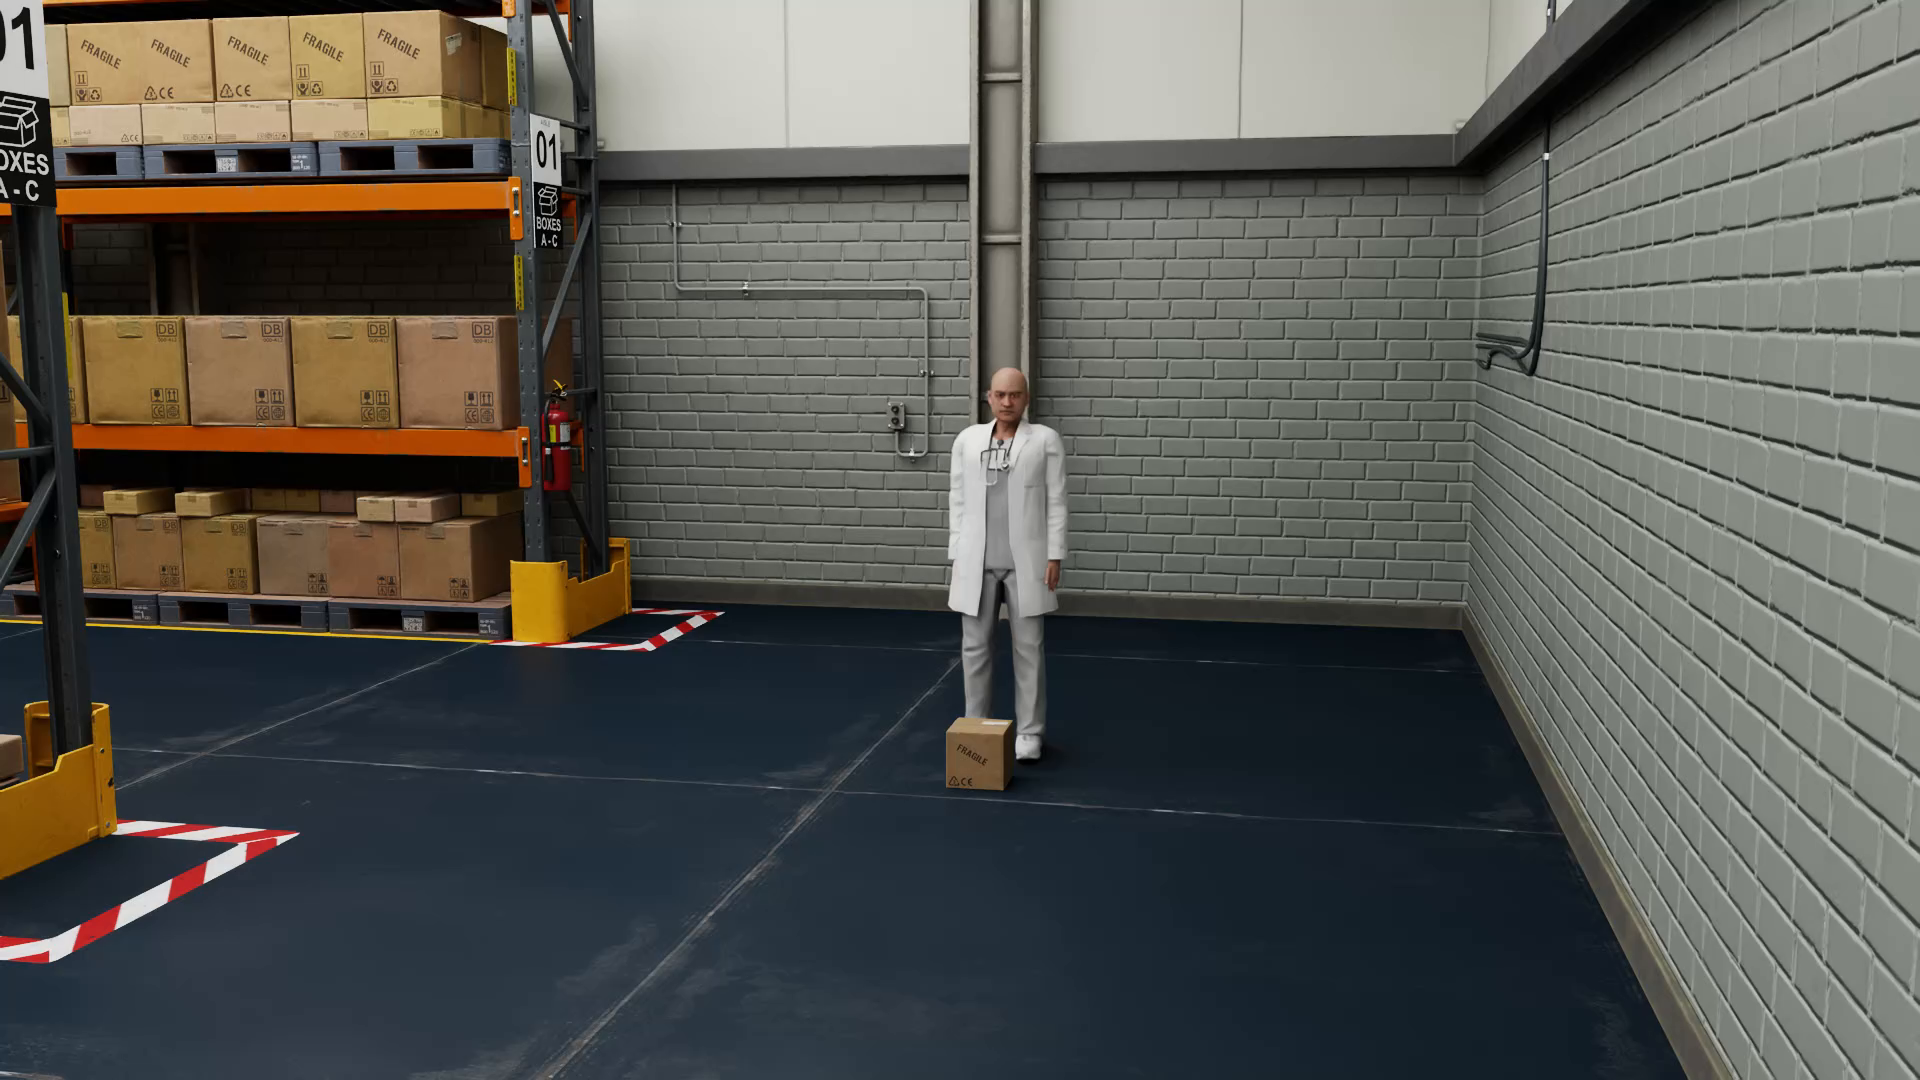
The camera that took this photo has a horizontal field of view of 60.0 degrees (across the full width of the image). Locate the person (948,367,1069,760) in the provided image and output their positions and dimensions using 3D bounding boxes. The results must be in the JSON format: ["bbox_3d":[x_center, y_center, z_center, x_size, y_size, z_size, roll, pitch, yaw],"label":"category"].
[{"bbox_3d":[0.213,0.106,7.596,0.562,1.777,0.379,2,8,13],"label":"person"}]
